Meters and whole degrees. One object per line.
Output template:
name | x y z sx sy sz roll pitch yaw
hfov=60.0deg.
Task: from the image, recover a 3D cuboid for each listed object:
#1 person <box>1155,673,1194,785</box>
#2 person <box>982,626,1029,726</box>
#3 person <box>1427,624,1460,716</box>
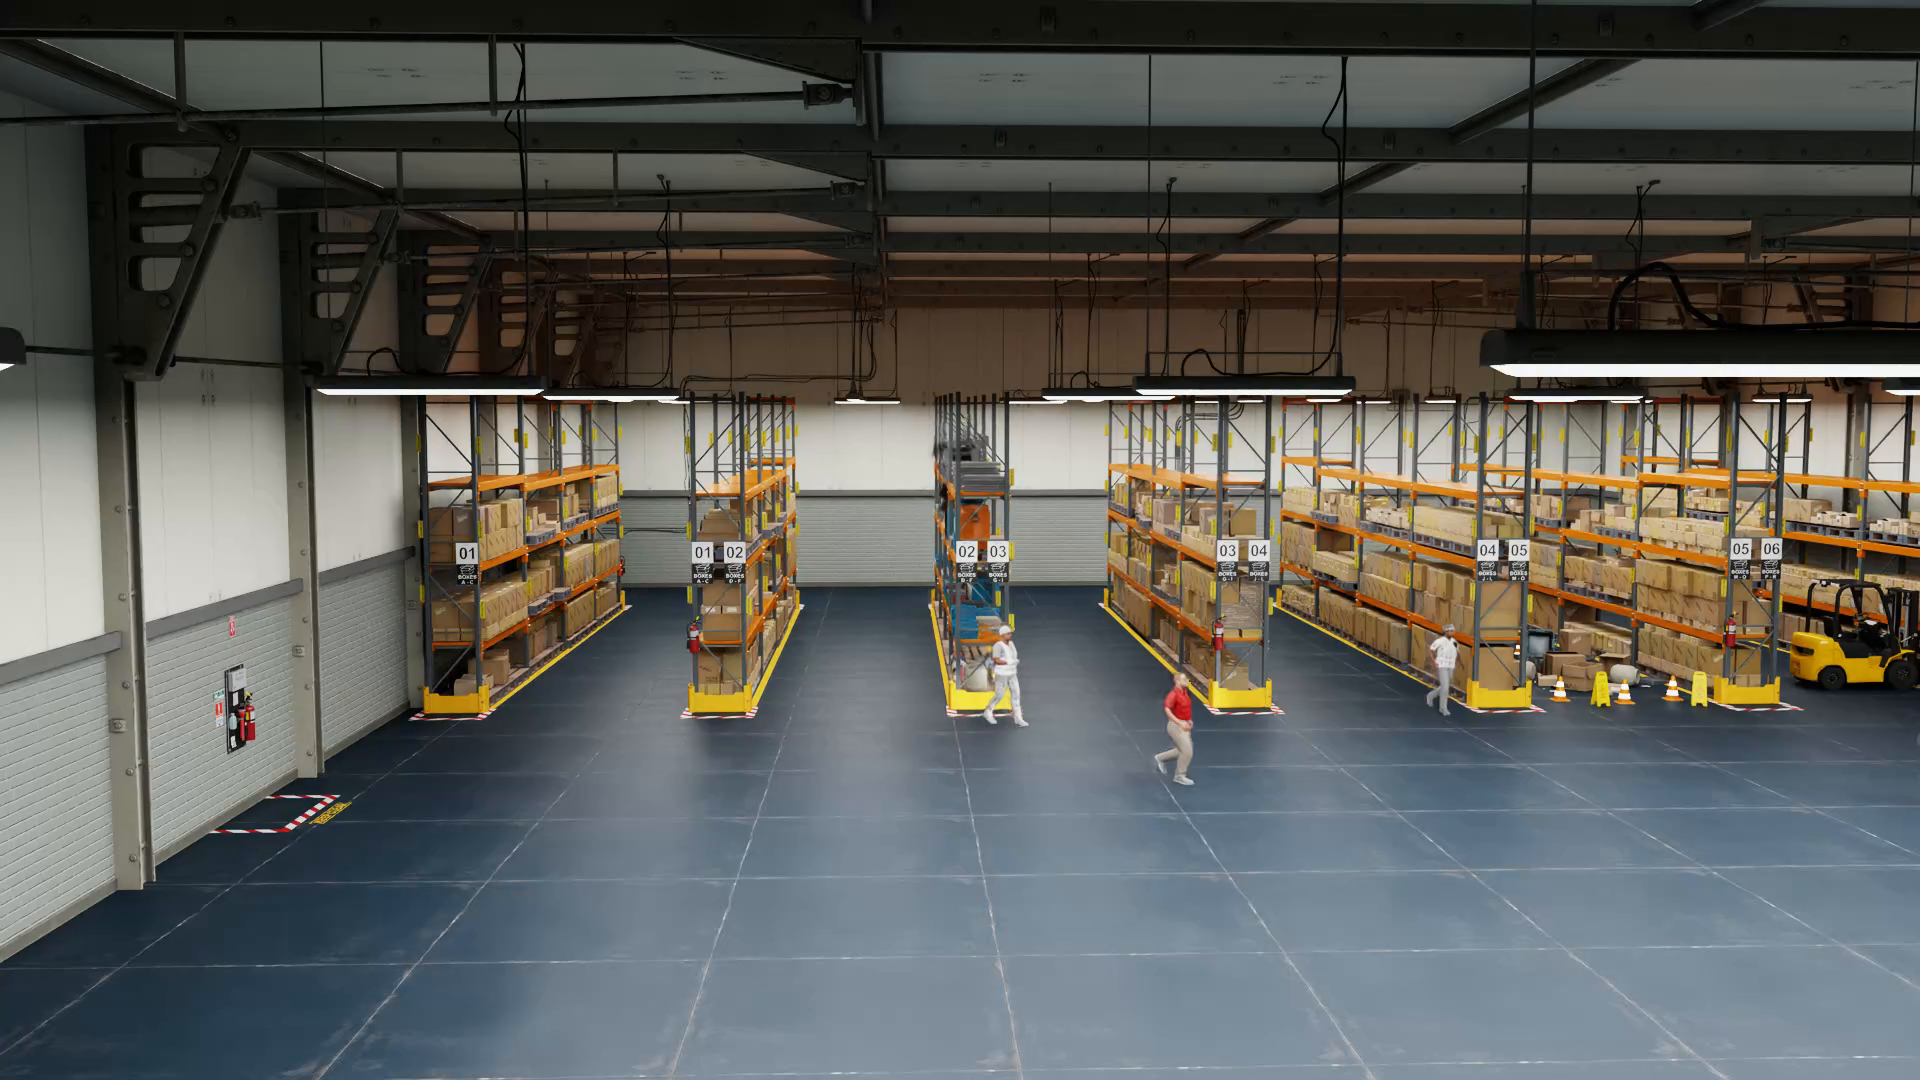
person | 3.272 2.858 25.364 0.662 1.690 0.690 2 5 24
person | 0.821 2.417 29.723 0.905 1.779 0.696 3 6 35
person | 9.099 2.413 31.204 0.608 1.675 0.714 -2 5 -23
